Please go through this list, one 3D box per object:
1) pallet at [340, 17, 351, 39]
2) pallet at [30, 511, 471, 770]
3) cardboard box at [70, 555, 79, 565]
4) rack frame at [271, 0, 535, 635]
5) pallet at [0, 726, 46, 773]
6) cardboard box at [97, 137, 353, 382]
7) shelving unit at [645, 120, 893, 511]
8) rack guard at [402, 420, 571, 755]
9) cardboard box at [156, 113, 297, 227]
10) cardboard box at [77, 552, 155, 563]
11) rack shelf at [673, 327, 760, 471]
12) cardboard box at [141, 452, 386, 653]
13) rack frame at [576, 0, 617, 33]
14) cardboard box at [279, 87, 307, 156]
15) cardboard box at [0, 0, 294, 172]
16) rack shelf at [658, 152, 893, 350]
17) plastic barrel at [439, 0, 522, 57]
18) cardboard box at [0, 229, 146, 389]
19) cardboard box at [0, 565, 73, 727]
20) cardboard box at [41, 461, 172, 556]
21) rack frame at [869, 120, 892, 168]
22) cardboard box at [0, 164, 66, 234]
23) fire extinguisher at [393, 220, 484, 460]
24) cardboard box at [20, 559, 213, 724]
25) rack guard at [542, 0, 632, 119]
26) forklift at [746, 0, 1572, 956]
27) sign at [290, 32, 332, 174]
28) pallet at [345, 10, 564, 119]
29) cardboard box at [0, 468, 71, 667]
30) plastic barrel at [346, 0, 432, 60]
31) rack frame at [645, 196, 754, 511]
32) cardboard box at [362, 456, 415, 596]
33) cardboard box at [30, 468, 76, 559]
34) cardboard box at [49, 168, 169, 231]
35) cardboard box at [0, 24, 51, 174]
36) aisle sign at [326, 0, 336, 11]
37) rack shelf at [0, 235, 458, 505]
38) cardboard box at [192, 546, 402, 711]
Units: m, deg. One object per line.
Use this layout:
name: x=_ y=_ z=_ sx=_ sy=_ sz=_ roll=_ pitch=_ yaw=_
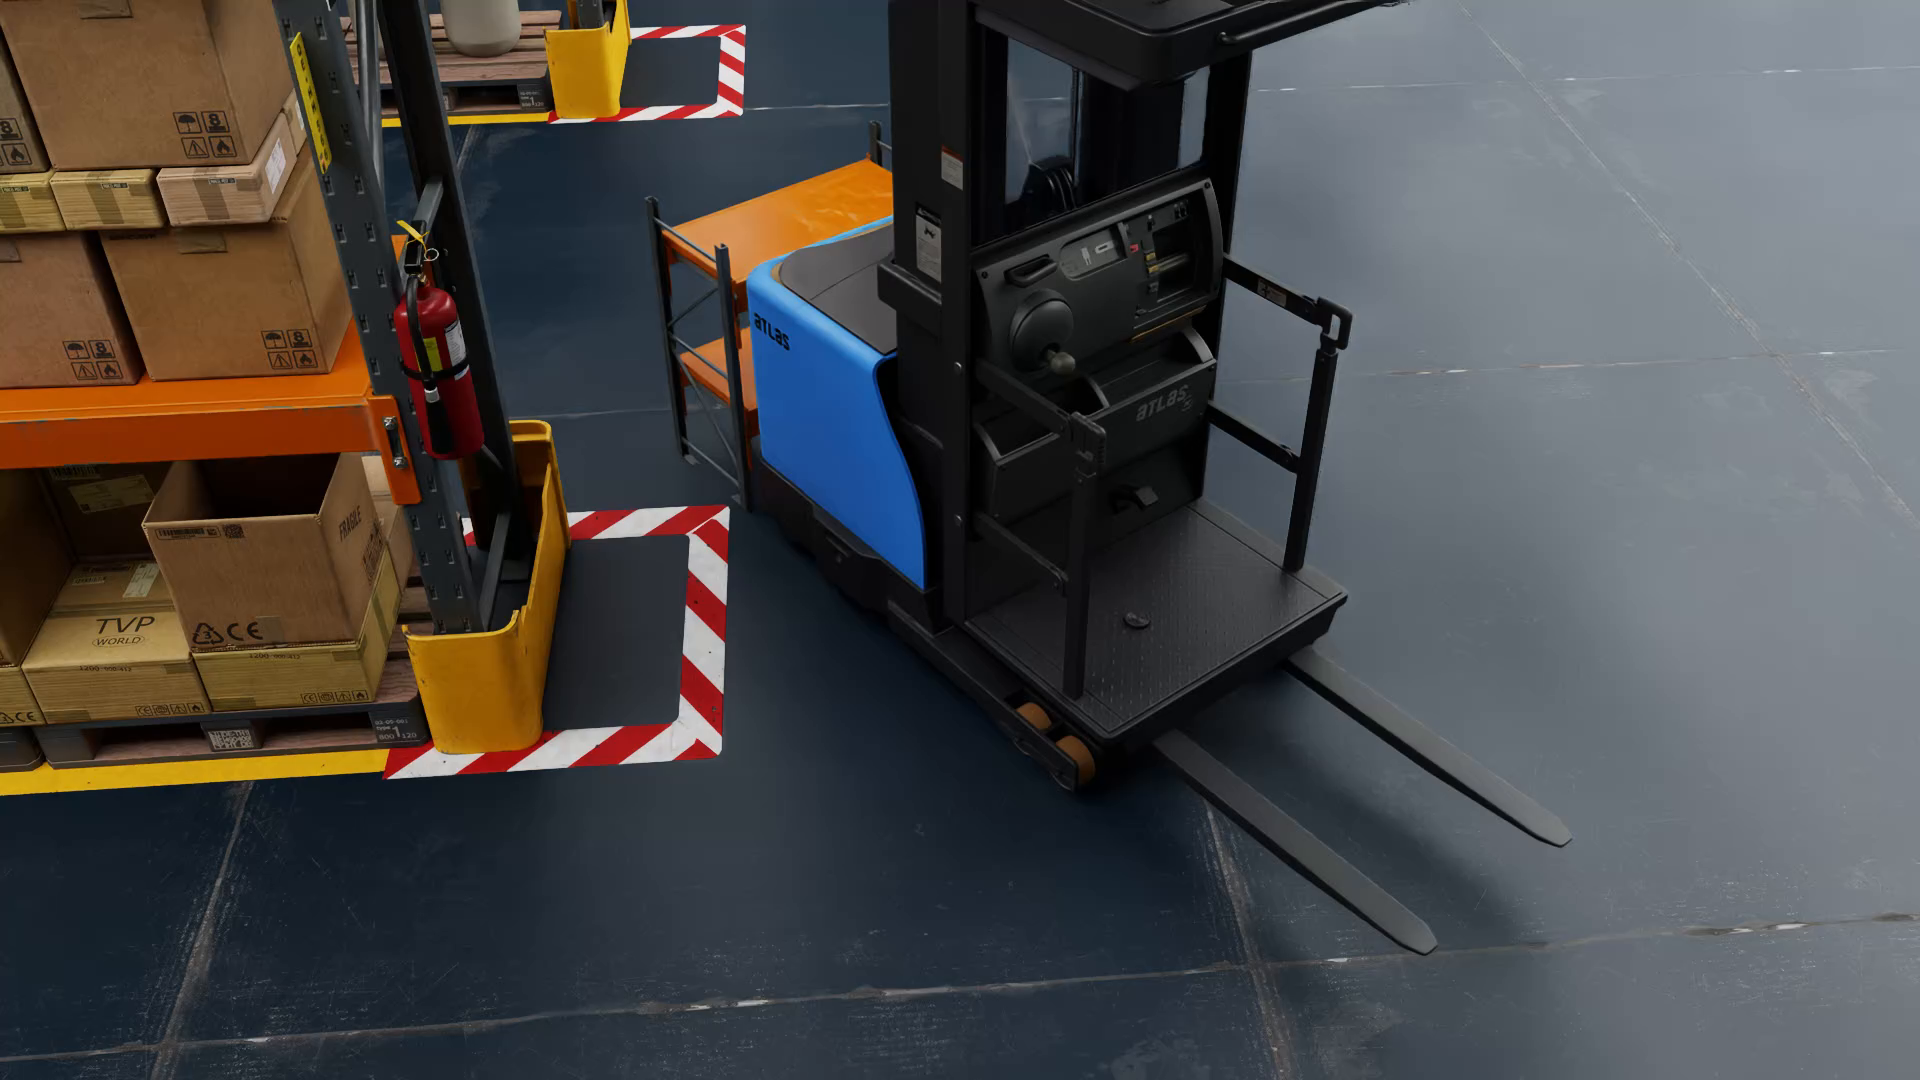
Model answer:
pallet: x=-4.140 y=-2.671 z=9.465 sx=1.213 sy=0.211 sz=1.003 roll=-3 pitch=38 yaw=-4
pallet: x=-2.370 y=0.313 z=5.682 sx=1.213 sy=0.211 sz=1.003 roll=-3 pitch=38 yaw=-4
cardboard box: x=-3.161 y=0.014 z=5.691 sx=0.500 sy=0.250 sz=0.500 roll=-3 pitch=38 yaw=-4
rack frame: x=-1.612 y=-0.849 z=4.905 sx=0.127 sy=3.000 sz=1.000 roll=-3 pitch=38 yaw=-4
pallet: x=-3.582 y=0.378 z=5.600 sx=1.213 sy=0.211 sz=1.003 roll=-3 pitch=38 yaw=-4
cardboard box: x=-2.078 y=-0.871 z=4.851 sx=0.500 sy=0.500 sz=0.700 roll=-3 pitch=38 yaw=-4
shelving unit: x=-0.577 y=-0.880 z=6.457 sx=1.048 sy=1.125 sz=0.538 roll=-27 pitch=46 yaw=-30
rack guard: x=-1.588 y=0.131 z=5.681 sx=0.348 sy=0.500 sz=1.175 roll=-3 pitch=38 yaw=-4
cardboard box: x=-1.975 y=-1.005 z=4.497 sx=0.250 sy=0.149 sz=0.380 roll=-4 pitch=38 yaw=-5
cardboard box: x=-2.663 y=-0.013 z=5.725 sx=0.500 sy=0.250 sz=0.500 roll=-3 pitch=38 yaw=-4
rack shelf: x=-0.577 y=-0.688 z=6.609 sx=1.000 sy=0.278 sz=0.538 roll=-27 pitch=46 yaw=-30
cardboard box: x=-2.119 y=-0.016 z=5.124 sx=0.500 sy=0.500 sz=0.500 roll=-3 pitch=38 yaw=-4
rack frame: x=-2.047 y=-3.906 z=8.778 sx=0.127 sy=3.000 sz=1.000 roll=-3 pitch=38 yaw=-4
cardboard box: x=-2.022 y=-1.254 z=4.814 sx=0.250 sy=0.149 sz=0.380 roll=-3 pitch=38 yaw=-4
cardboard box: x=-2.130 y=-1.377 z=4.446 sx=0.500 sy=0.500 sz=0.700 roll=-3 pitch=38 yaw=-4
rack shelf: x=-0.577 y=-1.110 z=6.276 sx=1.000 sy=0.278 sz=0.538 roll=-27 pitch=46 yaw=-30
plastic barrel: x=-2.695 y=-3.011 z=9.313 sx=0.421 sy=0.512 sz=0.421 roll=0 pitch=38 yaw=0
cardboard box: x=-2.600 y=-0.839 z=4.811 sx=0.500 sy=0.500 sz=0.700 roll=-2 pitch=38 yaw=-3
cardboard box: x=-3.114 y=0.340 z=5.278 sx=0.500 sy=0.250 sz=0.500 roll=-3 pitch=38 yaw=-4
cardboard box: x=-2.663 y=-0.308 z=5.494 sx=0.500 sy=0.500 sz=0.500 roll=-3 pitch=38 yaw=-4
rack frame: x=-0.186 y=-1.082 z=6.713 sx=0.032 sy=1.125 sz=0.500 roll=-27 pitch=46 yaw=-30
cardboard box: x=-2.491 y=-0.975 z=4.460 sx=0.250 sy=0.149 sz=0.380 roll=-4 pitch=38 yaw=-5
fire extinguisher: x=-1.453 y=-0.539 z=4.574 sx=0.183 sy=0.674 sz=0.296 roll=-3 pitch=38 yaw=-4
cardboard box: x=-2.617 y=0.312 z=5.314 sx=0.500 sy=0.250 sz=0.500 roll=-3 pitch=38 yaw=-4
rack guard: x=-2.118 y=-2.891 z=9.511 sx=0.348 sy=0.500 sz=1.175 roll=-3 pitch=38 yaw=-4
forklift: x=0.562 y=-0.718 z=4.793 sx=1.130 sy=2.935 sz=3.031 roll=-26 pitch=45 yaw=-29
sign: x=-1.577 y=-1.061 z=4.047 sx=0.005 sy=0.325 sz=0.100 roll=-3 pitch=38 yaw=-4
pallet: x=-2.928 y=-2.736 z=9.548 sx=1.213 sy=0.211 sz=1.003 roll=-3 pitch=38 yaw=-4
cardboard box: x=-3.114 y=0.048 z=5.043 sx=0.500 sy=0.500 sz=0.500 roll=-3 pitch=38 yaw=-4
plastic barrel: x=-3.195 y=-2.983 z=9.278 sx=0.421 sy=0.512 sz=0.421 roll=0 pitch=38 yaw=0
rack frame: x=-0.967 y=-0.678 z=6.201 sx=0.032 sy=1.125 sz=0.500 roll=-27 pitch=46 yaw=-30
cardboard box: x=-2.165 y=-0.042 z=5.763 sx=0.500 sy=0.250 sz=0.500 roll=-3 pitch=38 yaw=-4
cardboard box: x=-3.160 y=-0.273 z=5.450 sx=0.500 sy=0.500 sz=0.500 roll=-3 pitch=38 yaw=-4
cardboard box: x=-2.236 y=-0.989 z=4.478 sx=0.250 sy=0.149 sz=0.380 roll=-2 pitch=38 yaw=-3
cardboard box: x=-2.654 y=-1.345 z=4.405 sx=0.500 sy=0.500 sz=0.700 roll=-4 pitch=38 yaw=-5
aisle sign: x=-1.520 y=-1.692 z=3.874 sx=0.004 sy=0.787 sz=0.394 roll=-3 pitch=38 yaw=-4
rack shelf: x=-3.604 y=-0.457 z=4.988 sx=4.000 sy=0.370 sz=1.077 roll=-3 pitch=38 yaw=-4
cardboard box: x=-2.120 y=0.277 z=5.358 sx=0.500 sy=0.250 sz=0.500 roll=-3 pitch=38 yaw=-4
